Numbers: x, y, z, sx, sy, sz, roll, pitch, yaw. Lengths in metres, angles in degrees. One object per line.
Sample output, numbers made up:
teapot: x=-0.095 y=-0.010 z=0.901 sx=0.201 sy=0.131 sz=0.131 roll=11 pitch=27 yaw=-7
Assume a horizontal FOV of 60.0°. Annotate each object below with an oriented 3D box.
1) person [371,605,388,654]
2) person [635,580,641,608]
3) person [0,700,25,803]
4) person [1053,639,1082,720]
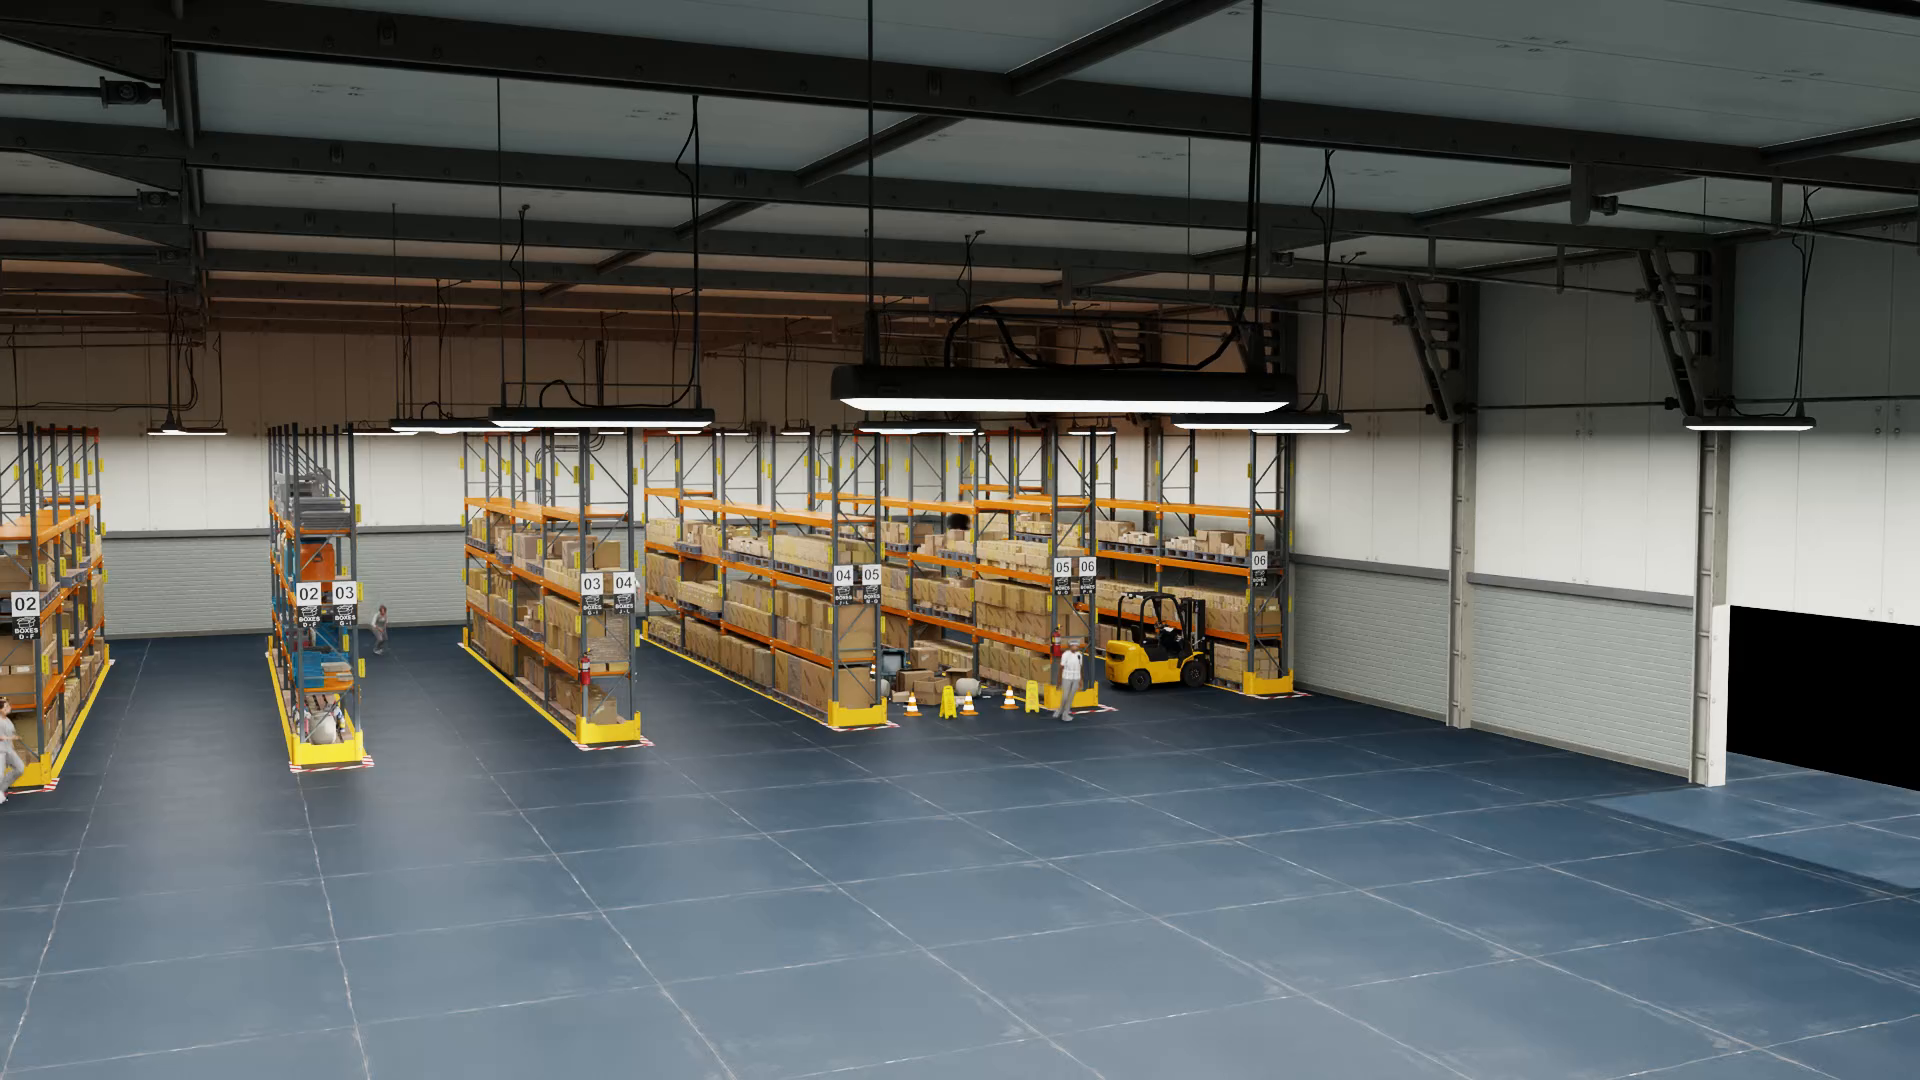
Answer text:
person: x=-15.327 y=2.365 z=43.952 sx=0.827 sy=1.345 sz=0.619 roll=2 pitch=4 yaw=32
person: x=-9.936 y=1.782 z=49.991 sx=0.667 sy=1.750 sz=0.926 roll=0 pitch=3 yaw=-3
person: x=-14.957 y=3.309 z=26.081 sx=0.614 sy=1.622 sz=0.587 roll=0 pitch=4 yaw=5
person: x=2.190 y=2.828 z=33.671 sx=0.580 sy=1.654 sz=0.457 roll=-1 pitch=4 yaw=-23
